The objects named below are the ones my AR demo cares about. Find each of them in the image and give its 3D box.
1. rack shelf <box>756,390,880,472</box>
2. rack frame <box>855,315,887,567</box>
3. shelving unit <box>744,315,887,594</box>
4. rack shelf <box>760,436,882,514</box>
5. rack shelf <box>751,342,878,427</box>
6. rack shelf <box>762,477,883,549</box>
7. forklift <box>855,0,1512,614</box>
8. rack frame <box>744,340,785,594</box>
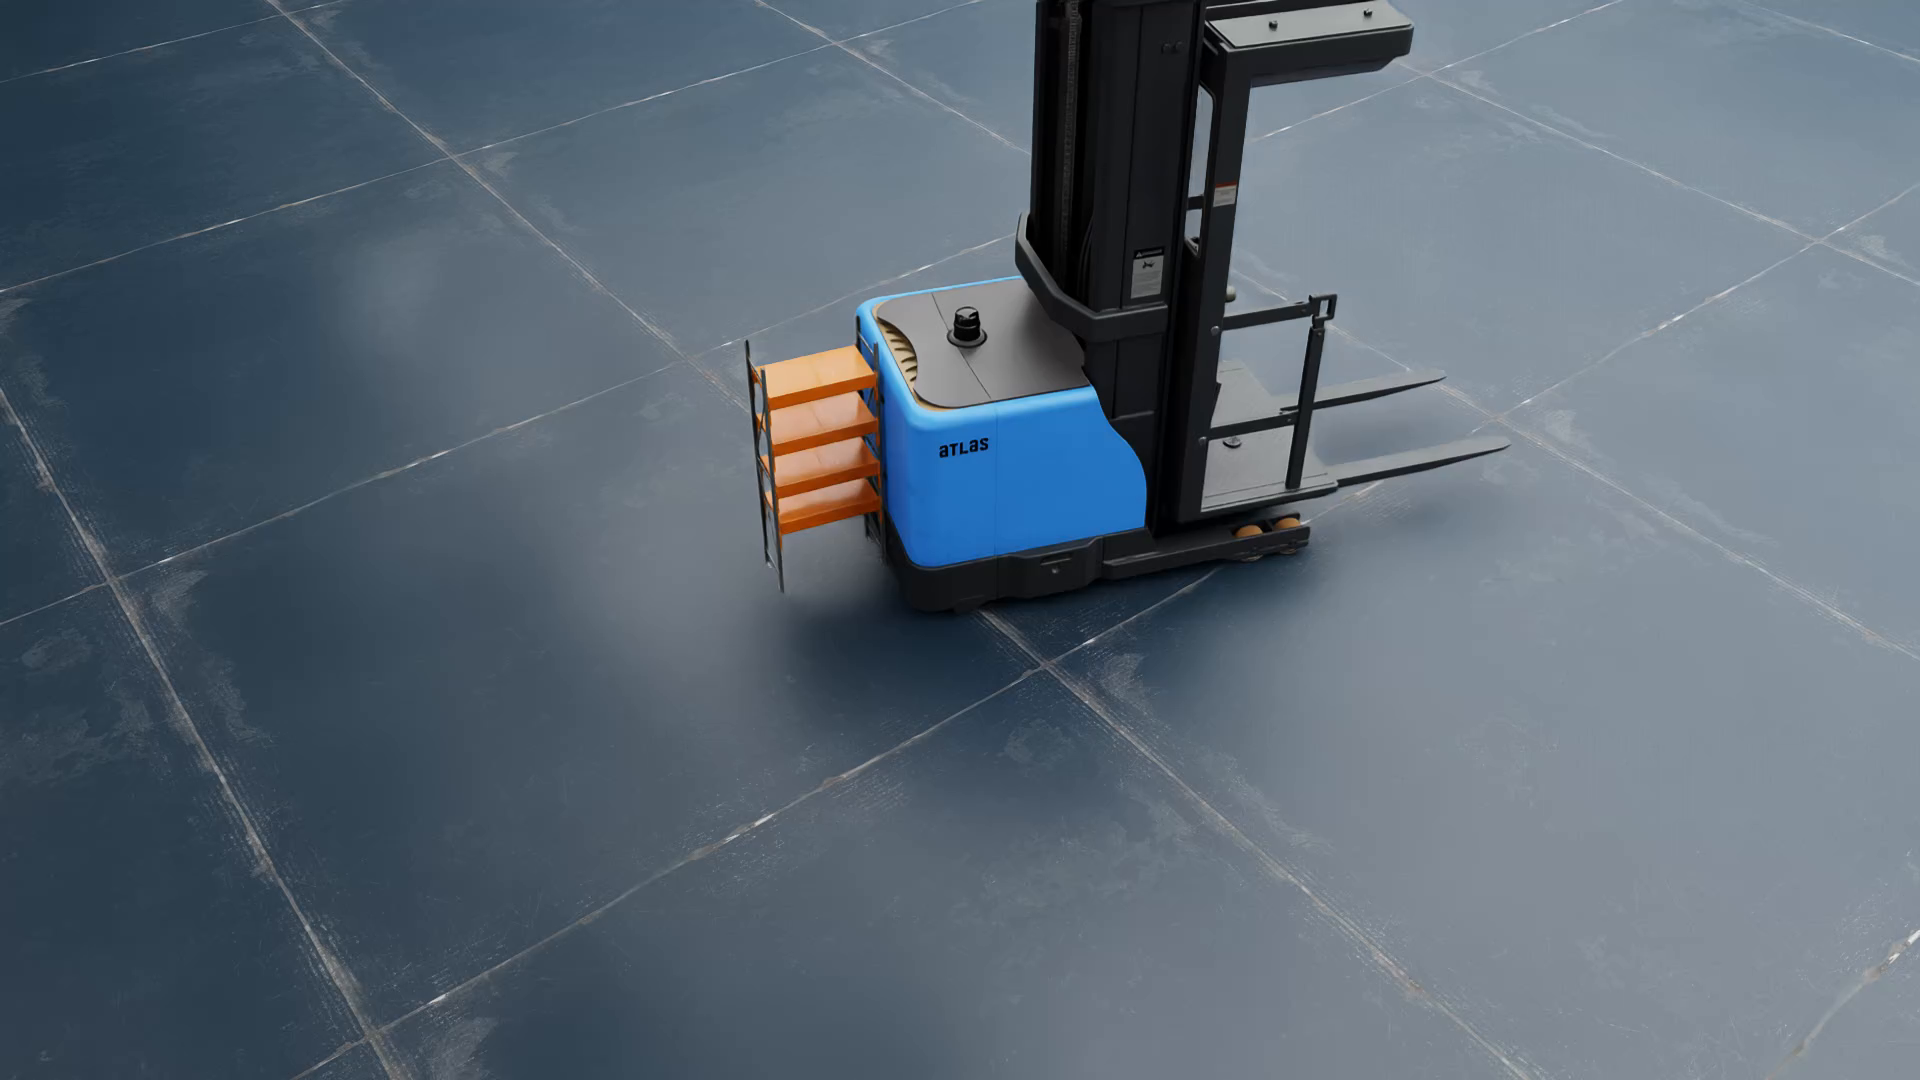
[{"bbox_3d":[-0.613,-0.474,7.135,0.480,0.148,0.258,-15,42,-18],"label":"rack shelf"},{"bbox_3d":[-0.389,-0.413,7.308,0.015,1.200,0.240,-15,42,-18],"label":"rack frame"},{"bbox_3d":[-0.613,-0.353,7.234,0.503,1.200,0.258,-15,42,-18],"label":"shelving unit"},{"bbox_3d":[-0.613,-0.301,7.277,0.480,0.148,0.258,-15,42,-18],"label":"rack shelf"},{"bbox_3d":[-0.613,-0.657,6.985,0.480,0.148,0.258,-15,42,-18],"label":"rack shelf"},{"bbox_3d":[-0.613,-0.147,7.403,0.480,0.148,0.258,-15,42,-18],"label":"rack shelf"},{"bbox_3d":[1.098,-1.344,7.078,3.031,2.935,1.130,-11,41,-13],"label":"forklift"},{"bbox_3d":[-0.838,-0.292,7.161,0.015,1.200,0.240,-15,42,-18],"label":"rack frame"}]
